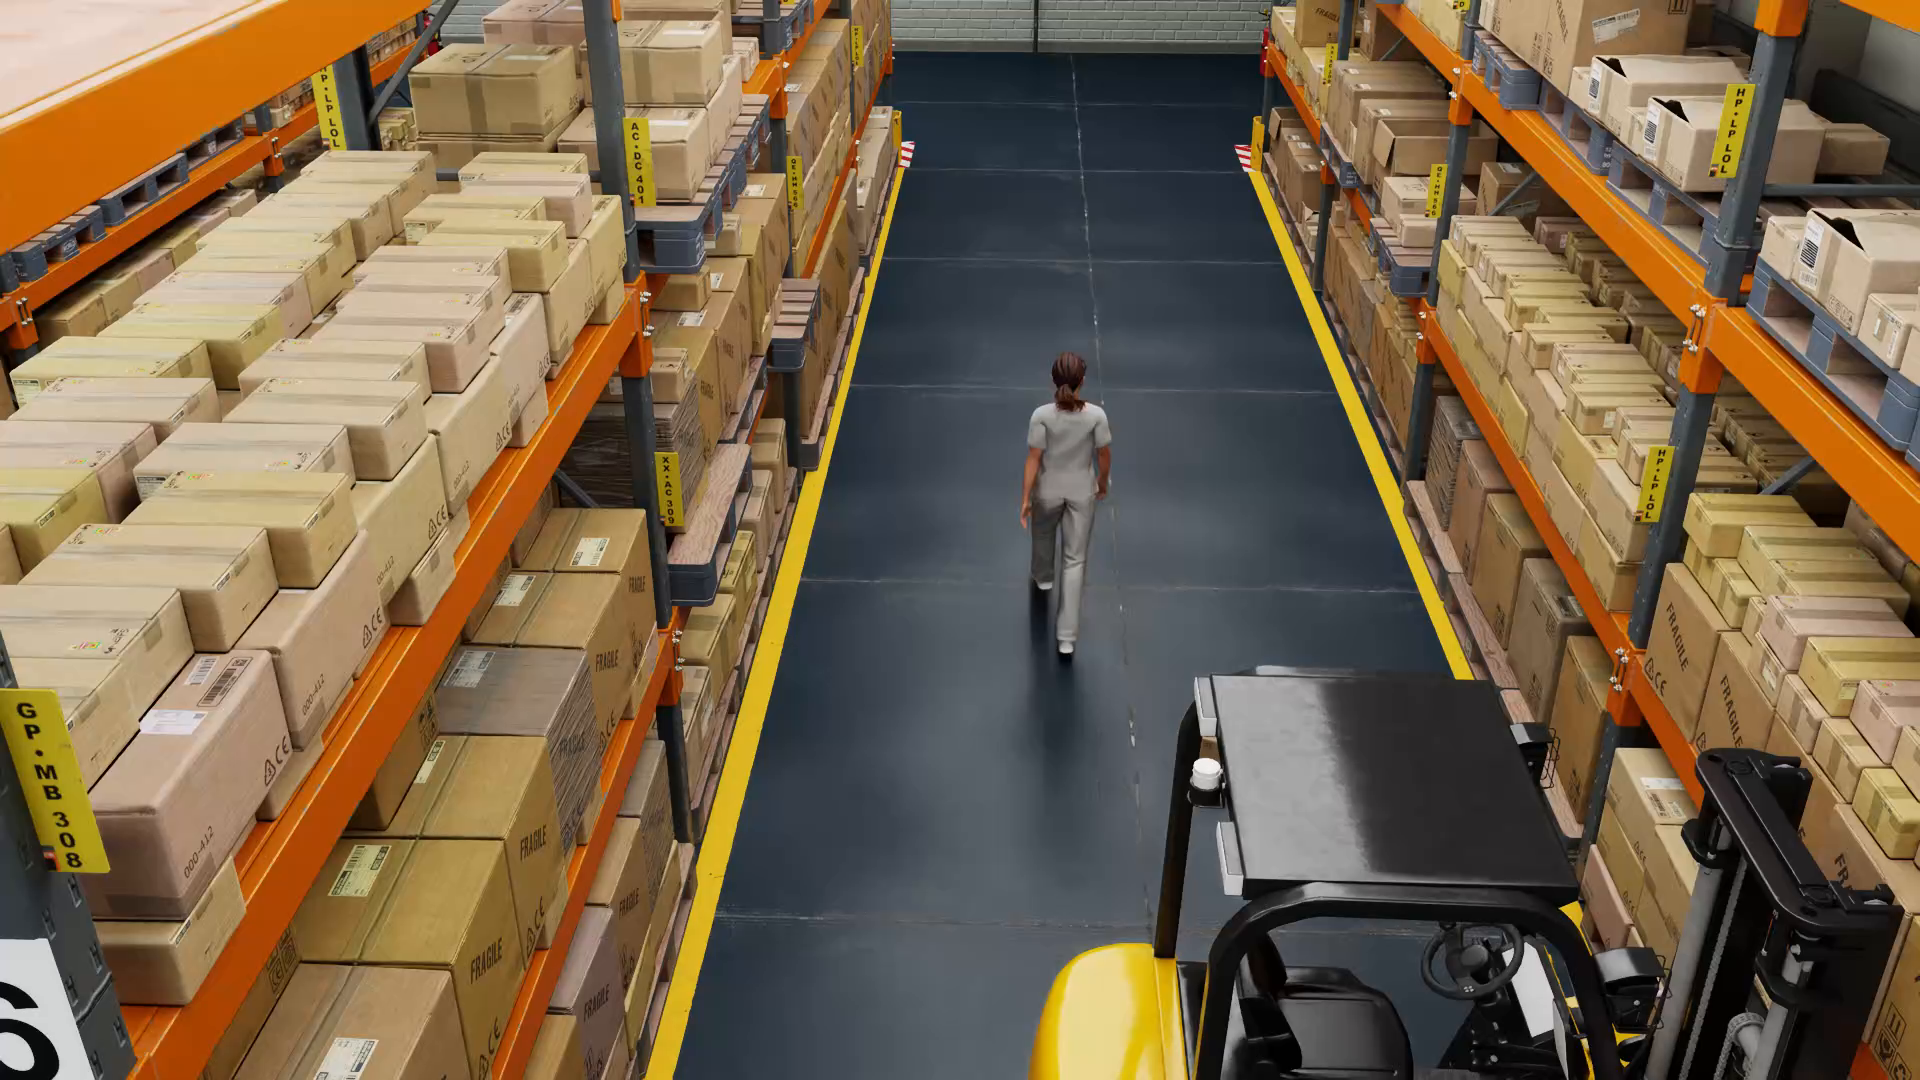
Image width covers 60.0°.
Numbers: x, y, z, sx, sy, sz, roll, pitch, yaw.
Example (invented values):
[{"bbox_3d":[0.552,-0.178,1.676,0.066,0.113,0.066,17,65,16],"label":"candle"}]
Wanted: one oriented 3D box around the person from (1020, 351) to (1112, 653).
[{"bbox_3d":[0.586,-0.295,9.179,0.478,1.586,1.030,2,28,3],"label":"person"}]
